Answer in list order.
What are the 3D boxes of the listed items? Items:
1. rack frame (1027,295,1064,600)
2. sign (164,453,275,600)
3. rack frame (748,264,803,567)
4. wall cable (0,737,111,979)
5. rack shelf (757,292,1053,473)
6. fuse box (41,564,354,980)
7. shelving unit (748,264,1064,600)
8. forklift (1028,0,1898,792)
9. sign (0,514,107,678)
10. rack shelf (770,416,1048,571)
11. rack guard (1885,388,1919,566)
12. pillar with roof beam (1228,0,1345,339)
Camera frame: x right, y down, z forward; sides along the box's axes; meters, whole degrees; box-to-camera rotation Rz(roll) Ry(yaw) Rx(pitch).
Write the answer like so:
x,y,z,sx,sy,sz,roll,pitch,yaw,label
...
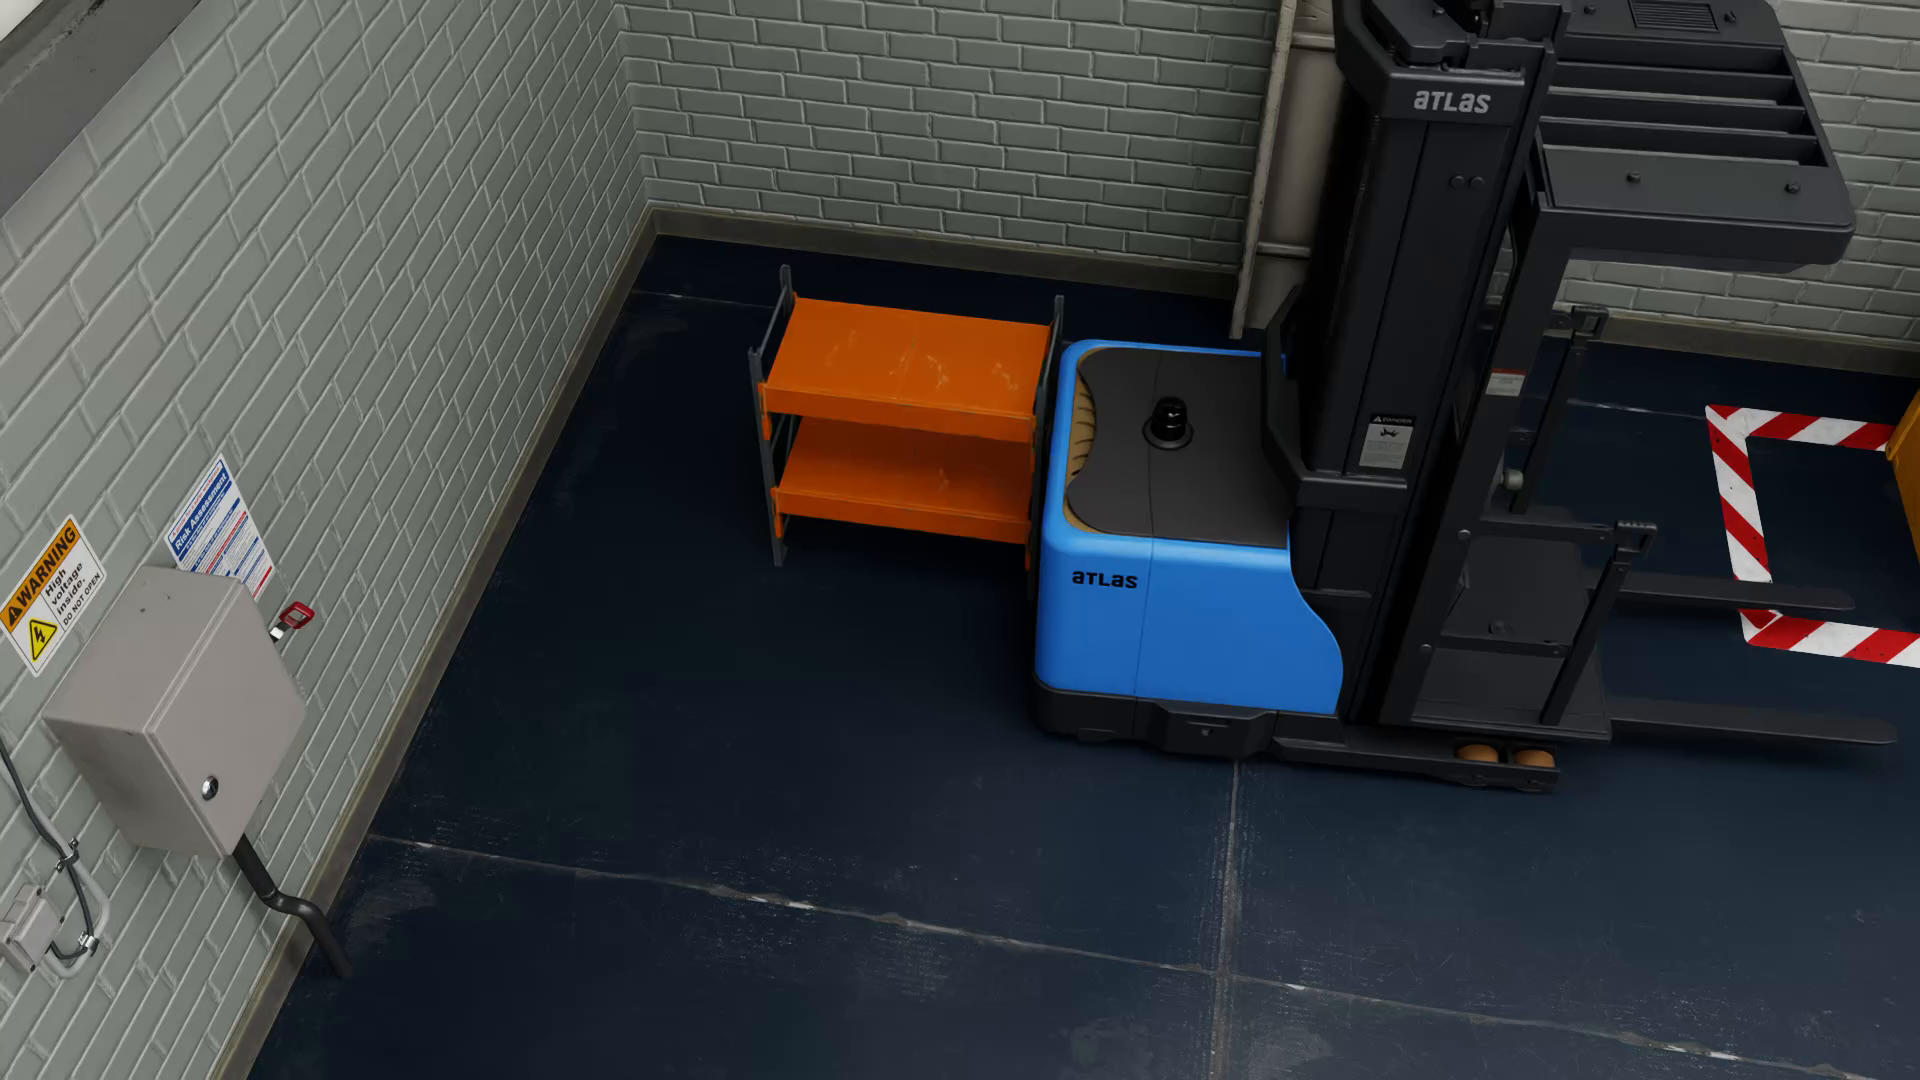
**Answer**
x,y,z,sx,sy,sz,roll,pitch,yaw,label
0.319,-0.325,6.258,0.032,1.125,0.500,7,48,7,rack frame
-2.099,0.040,4.734,0.001,0.494,0.329,8,49,7,sign
-0.682,-0.454,6.374,0.032,1.125,0.500,7,48,7,rack frame
-2.260,0.536,3.541,0.122,1.984,0.588,8,49,7,wall cable
-0.182,-0.585,6.098,1.000,0.278,0.538,7,48,7,rack shelf
-1.983,0.827,4.828,0.414,1.711,0.539,8,49,7,fuse box
-0.182,-0.390,6.316,1.048,1.125,0.538,7,48,7,shelving unit
1.803,-0.505,5.206,3.031,2.935,1.130,5,48,4,forklift
-2.197,0.134,4.030,0.001,0.242,0.339,8,49,7,sign
-0.182,-0.226,6.498,1.000,0.278,0.538,7,48,7,rack shelf
4.006,-0.144,6.516,0.348,0.500,1.175,8,49,7,rack guard
0.673,-0.860,1.445,0.400,9.000,9.100,8,49,7,pillar with roof beam
